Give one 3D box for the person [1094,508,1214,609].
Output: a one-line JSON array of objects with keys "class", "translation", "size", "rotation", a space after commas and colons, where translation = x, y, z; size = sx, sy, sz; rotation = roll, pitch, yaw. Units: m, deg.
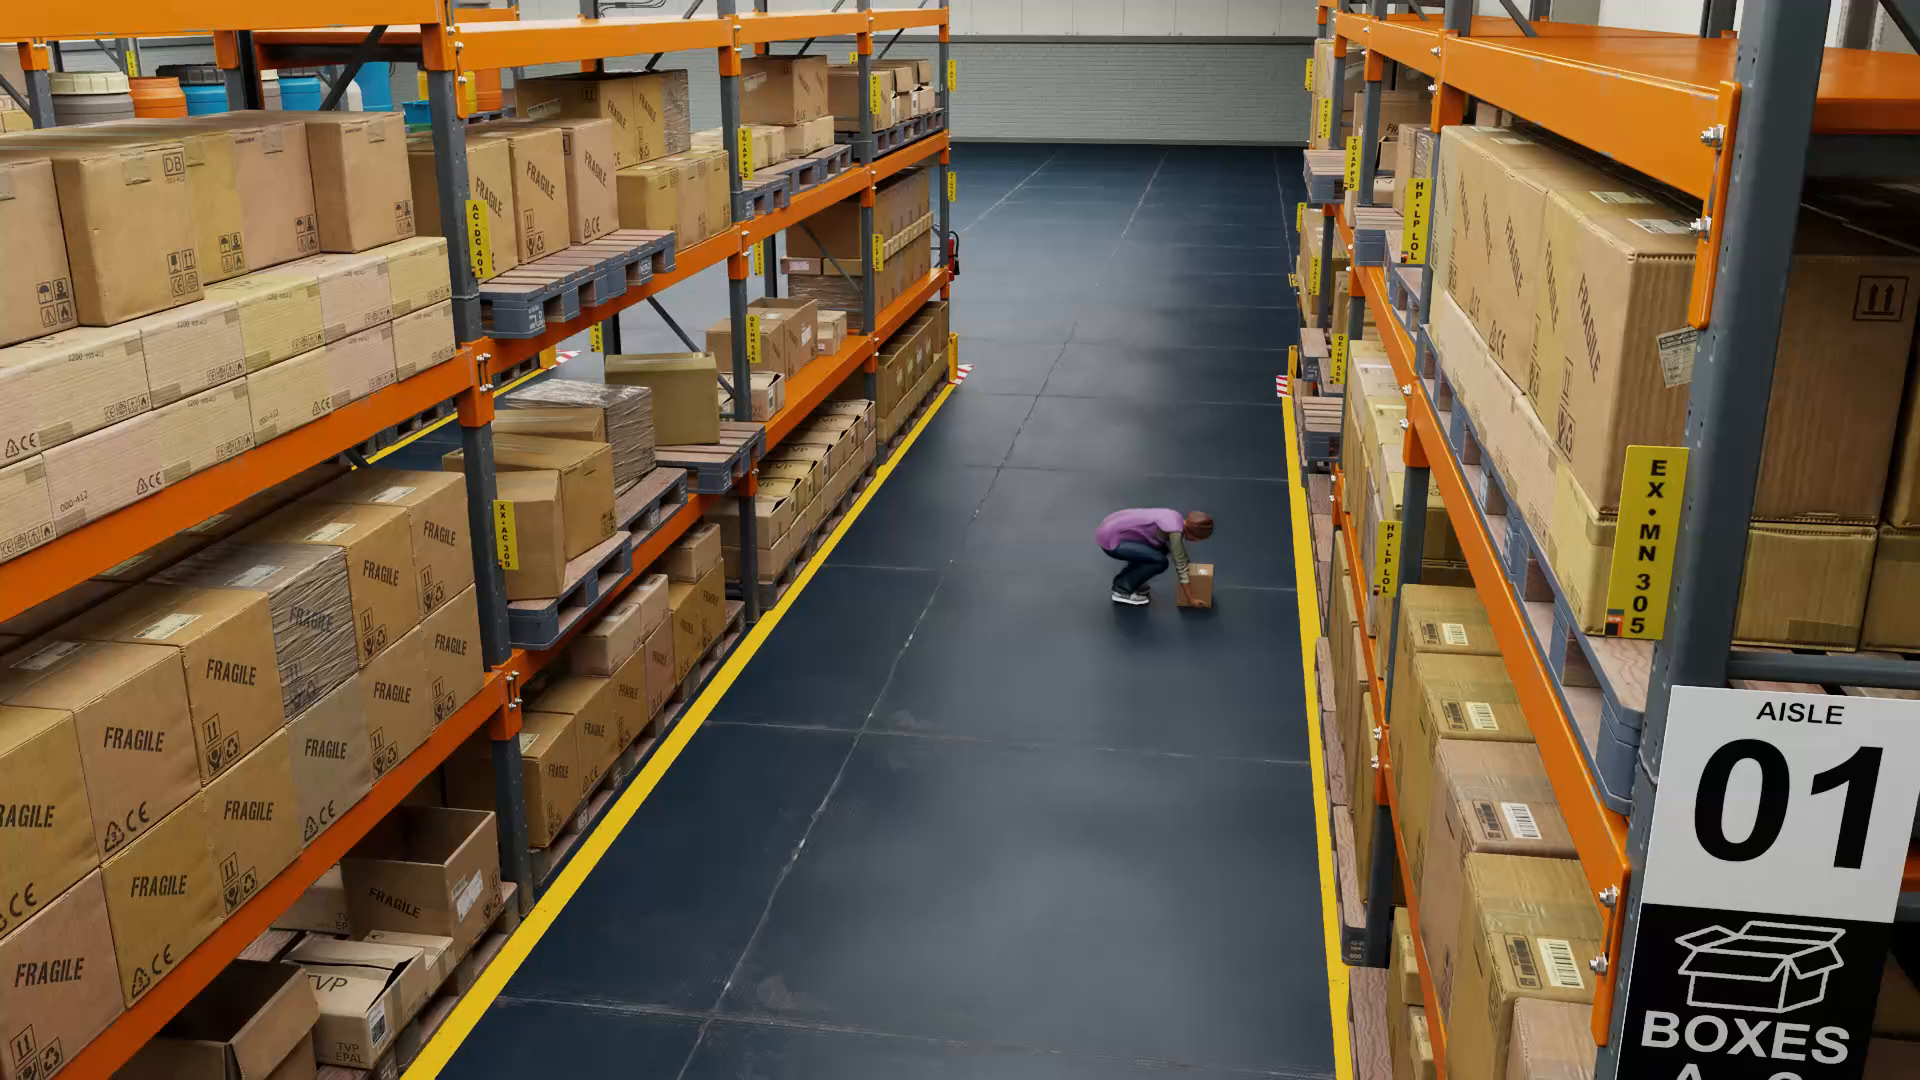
[{"class": "person", "translation": [1.416, 0.119, 12.202], "size": [0.866, 0.699, 0.414], "rotation": [2, 18, 7]}]
